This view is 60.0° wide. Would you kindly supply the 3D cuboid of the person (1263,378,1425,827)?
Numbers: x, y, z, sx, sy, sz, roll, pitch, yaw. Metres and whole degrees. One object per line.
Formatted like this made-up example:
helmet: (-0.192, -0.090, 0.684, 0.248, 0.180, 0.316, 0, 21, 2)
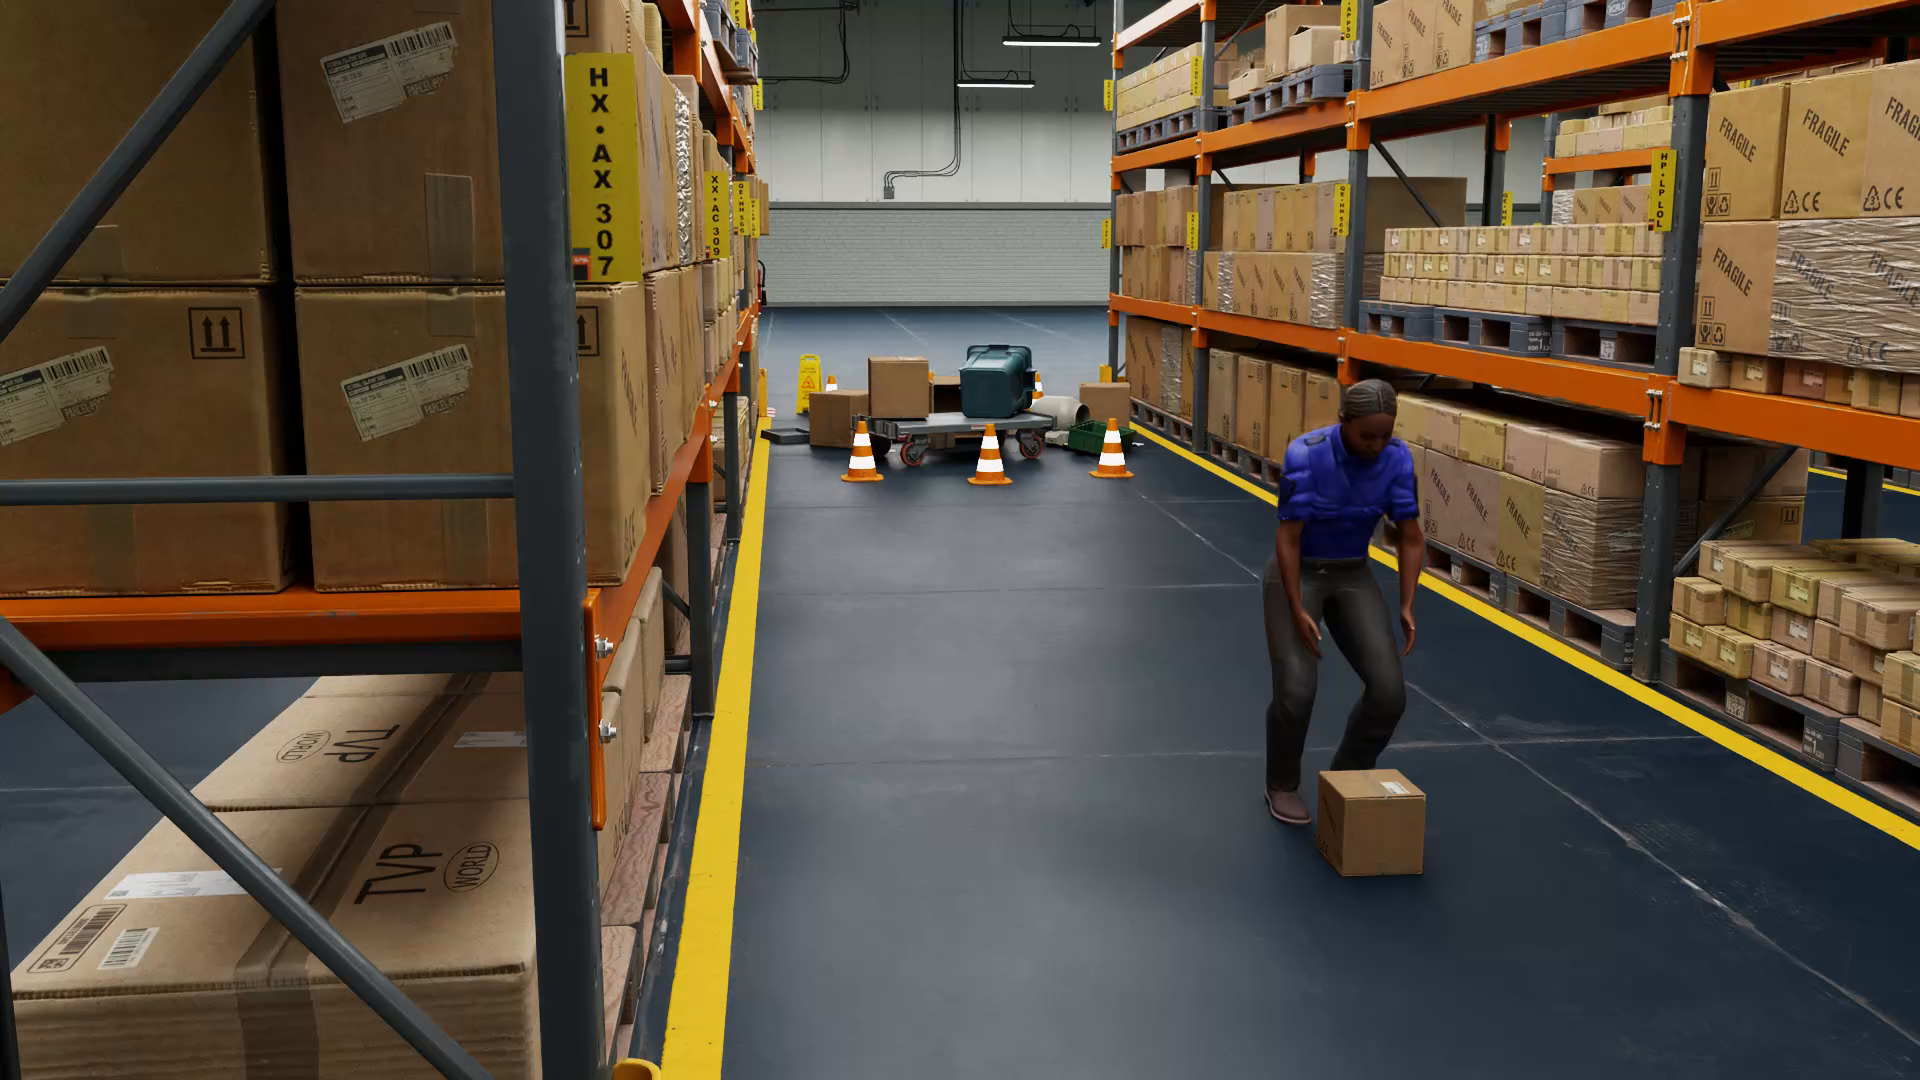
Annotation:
person: (1.246, 0.192, 5.429, 0.490, 1.465, 0.555, -1, 10, -5)
